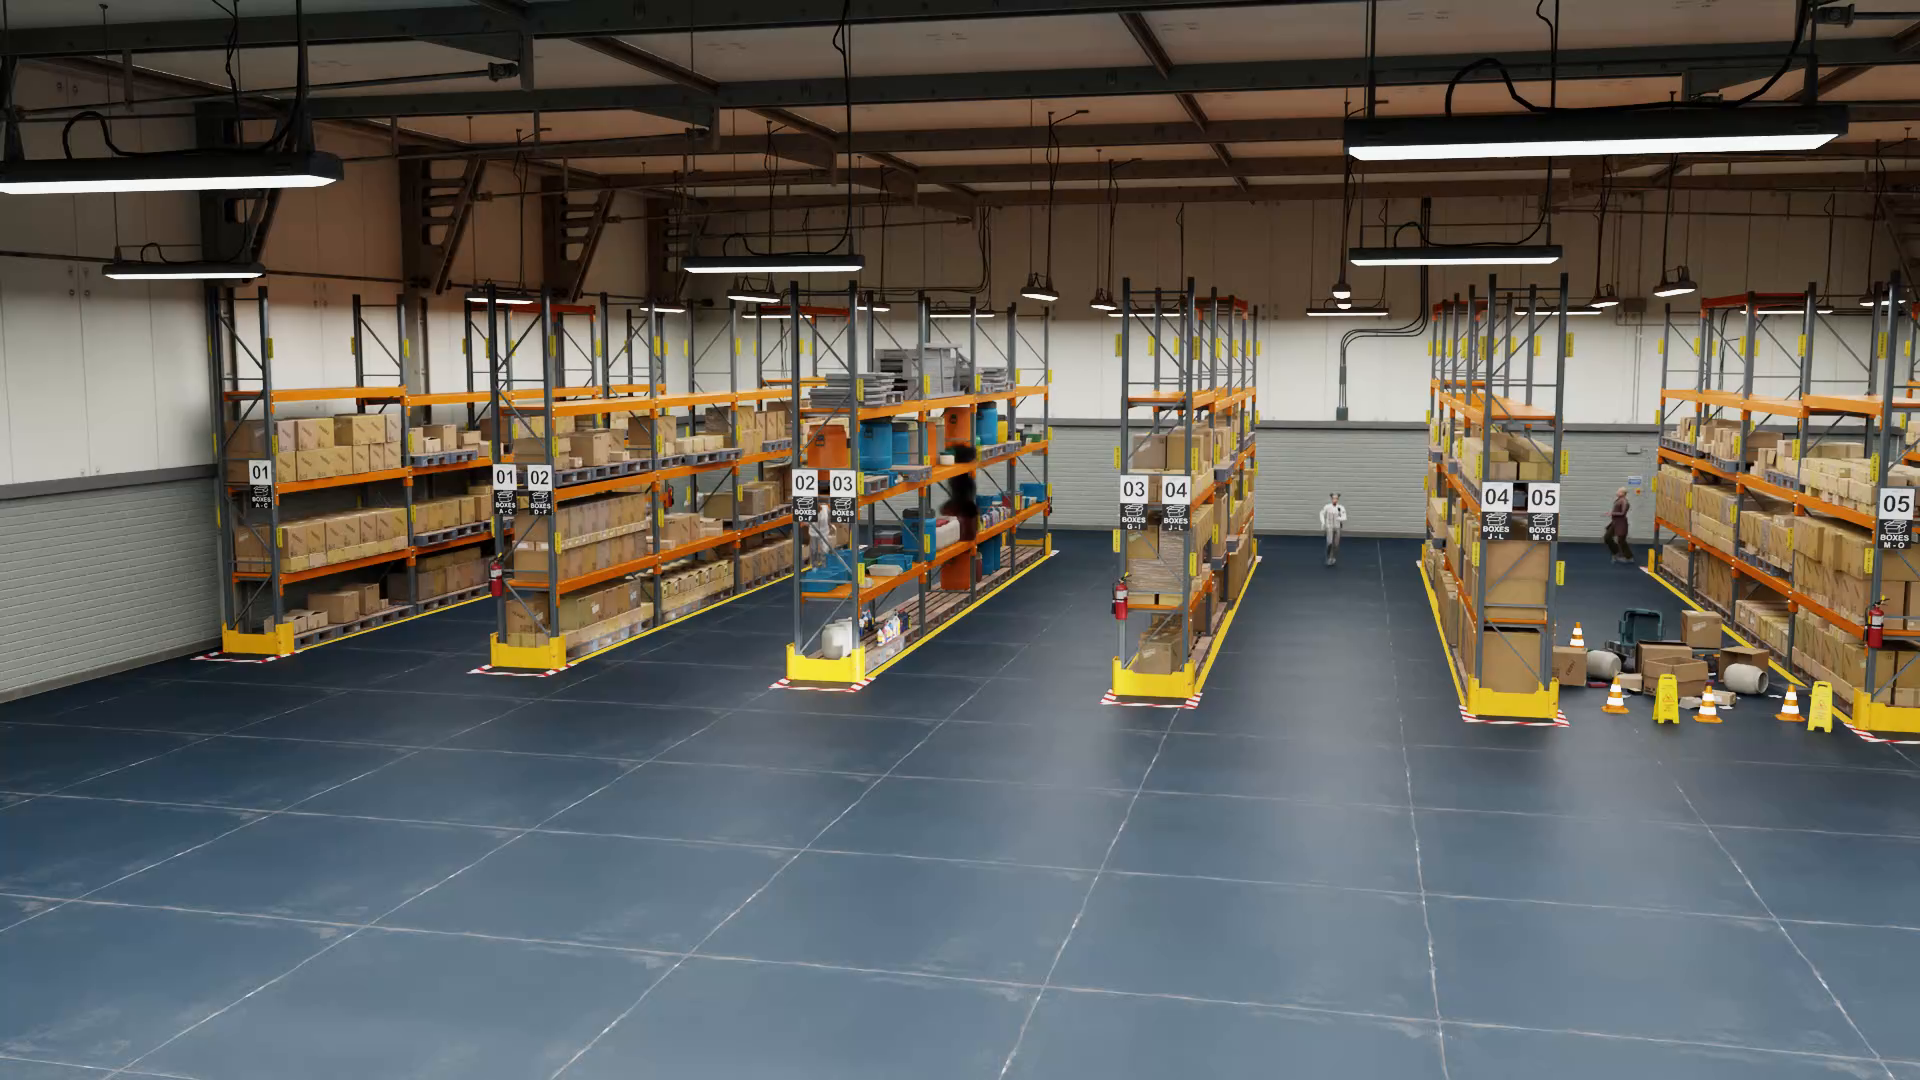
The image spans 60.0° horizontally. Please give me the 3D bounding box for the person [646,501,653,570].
[{"bbox_3d":[-6.620,0.067,35.451,0.609,1.837,0.856,2,7,19],"label":"person"}]

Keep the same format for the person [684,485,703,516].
[{"bbox_3d":[-6.632,-0.564,41.702,0.526,1.493,0.887,1,7,11],"label":"person"}]

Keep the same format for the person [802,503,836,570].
[{"bbox_3d":[-2.916,-0.066,34.491,0.721,1.802,0.980,-1,7,-7],"label":"person"}]

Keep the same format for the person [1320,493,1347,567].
[{"bbox_3d":[8.631,-0.245,38.423,0.567,1.718,0.686,1,7,5],"label":"person"}]

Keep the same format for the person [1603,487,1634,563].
[{"bbox_3d":[15.403,-0.339,38.887,0.761,1.792,0.682,0,7,-1],"label":"person"}]
